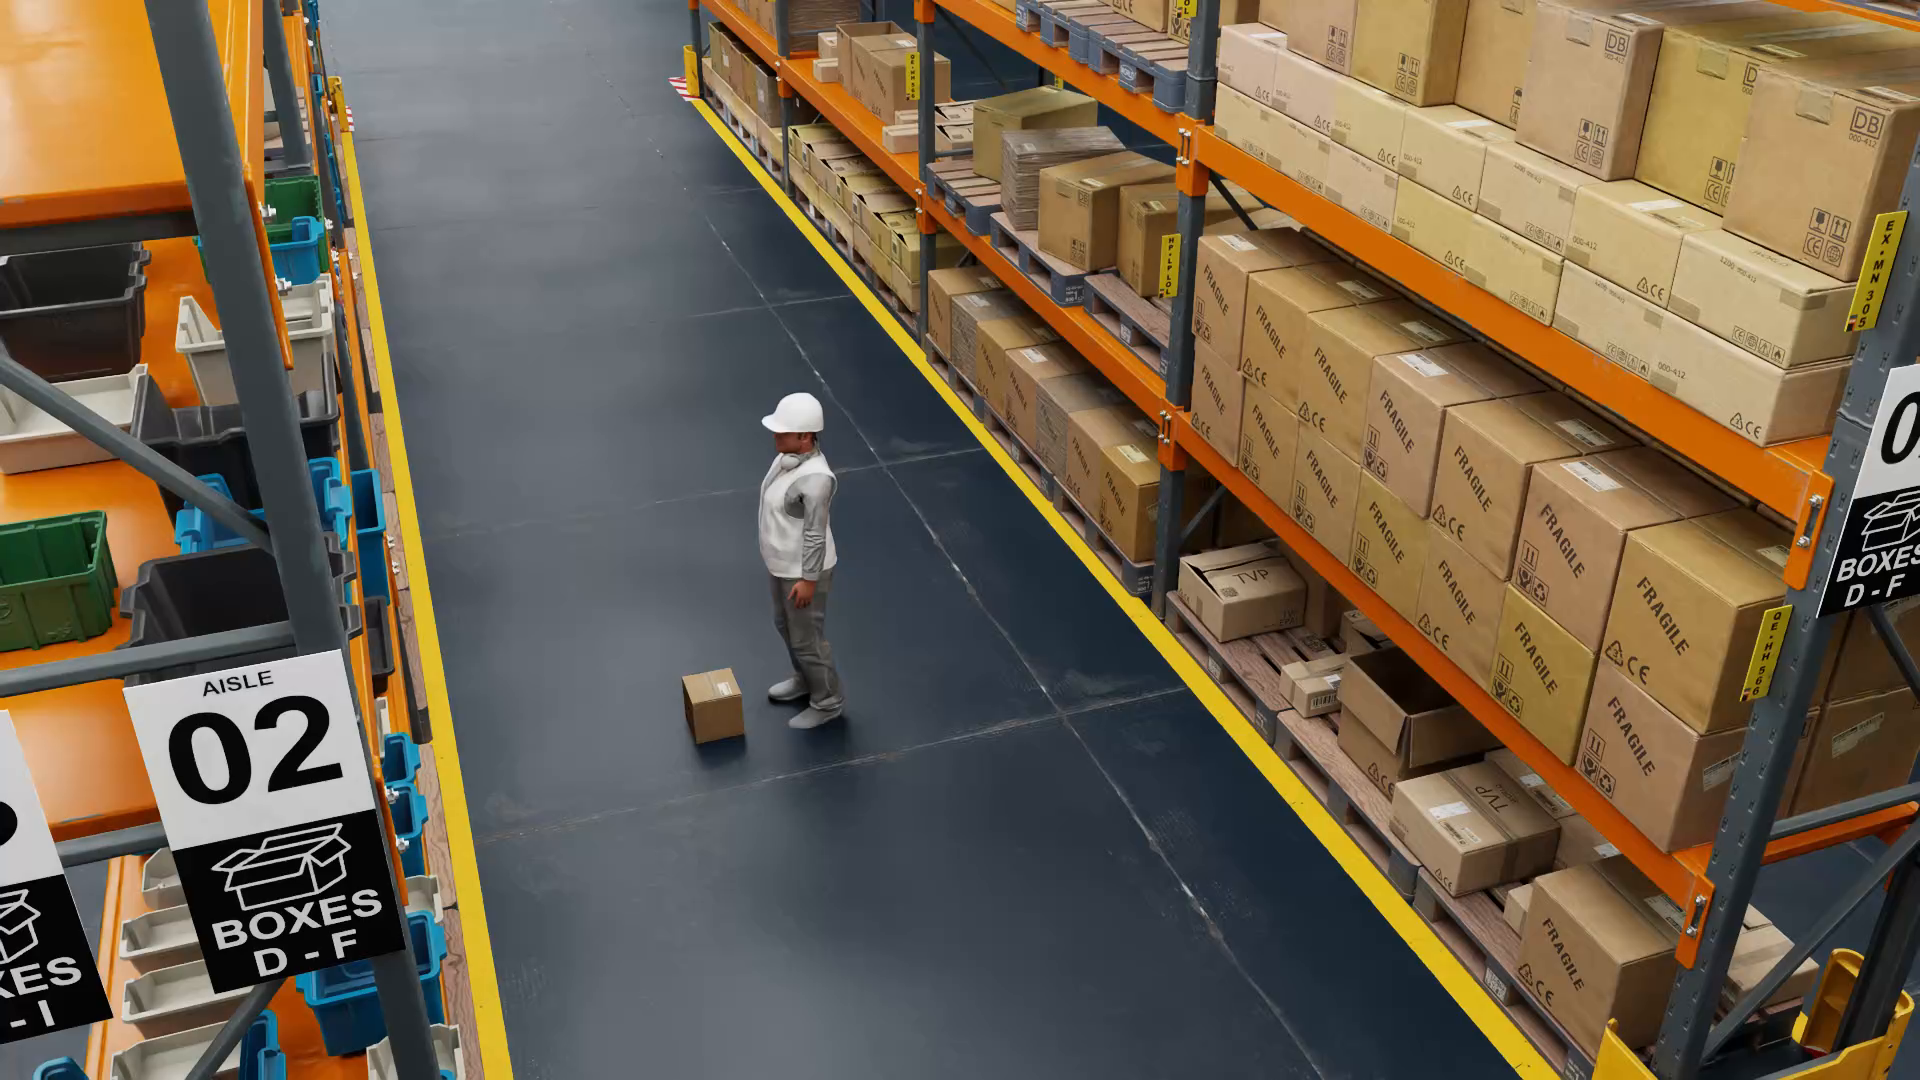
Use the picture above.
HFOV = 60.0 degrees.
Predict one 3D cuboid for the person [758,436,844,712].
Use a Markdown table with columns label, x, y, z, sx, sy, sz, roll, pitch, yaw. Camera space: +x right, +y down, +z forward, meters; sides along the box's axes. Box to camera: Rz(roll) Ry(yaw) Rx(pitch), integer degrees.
| label | x | y | z | sx | sy | sz | roll | pitch | yaw |
| --- | --- | --- | --- | --- | --- | --- | --- | --- | --- |
| person | -0.796 | 0.171 | 8.204 | 0.358 | 1.472 | 0.447 | -10 | 31 | -16 |
